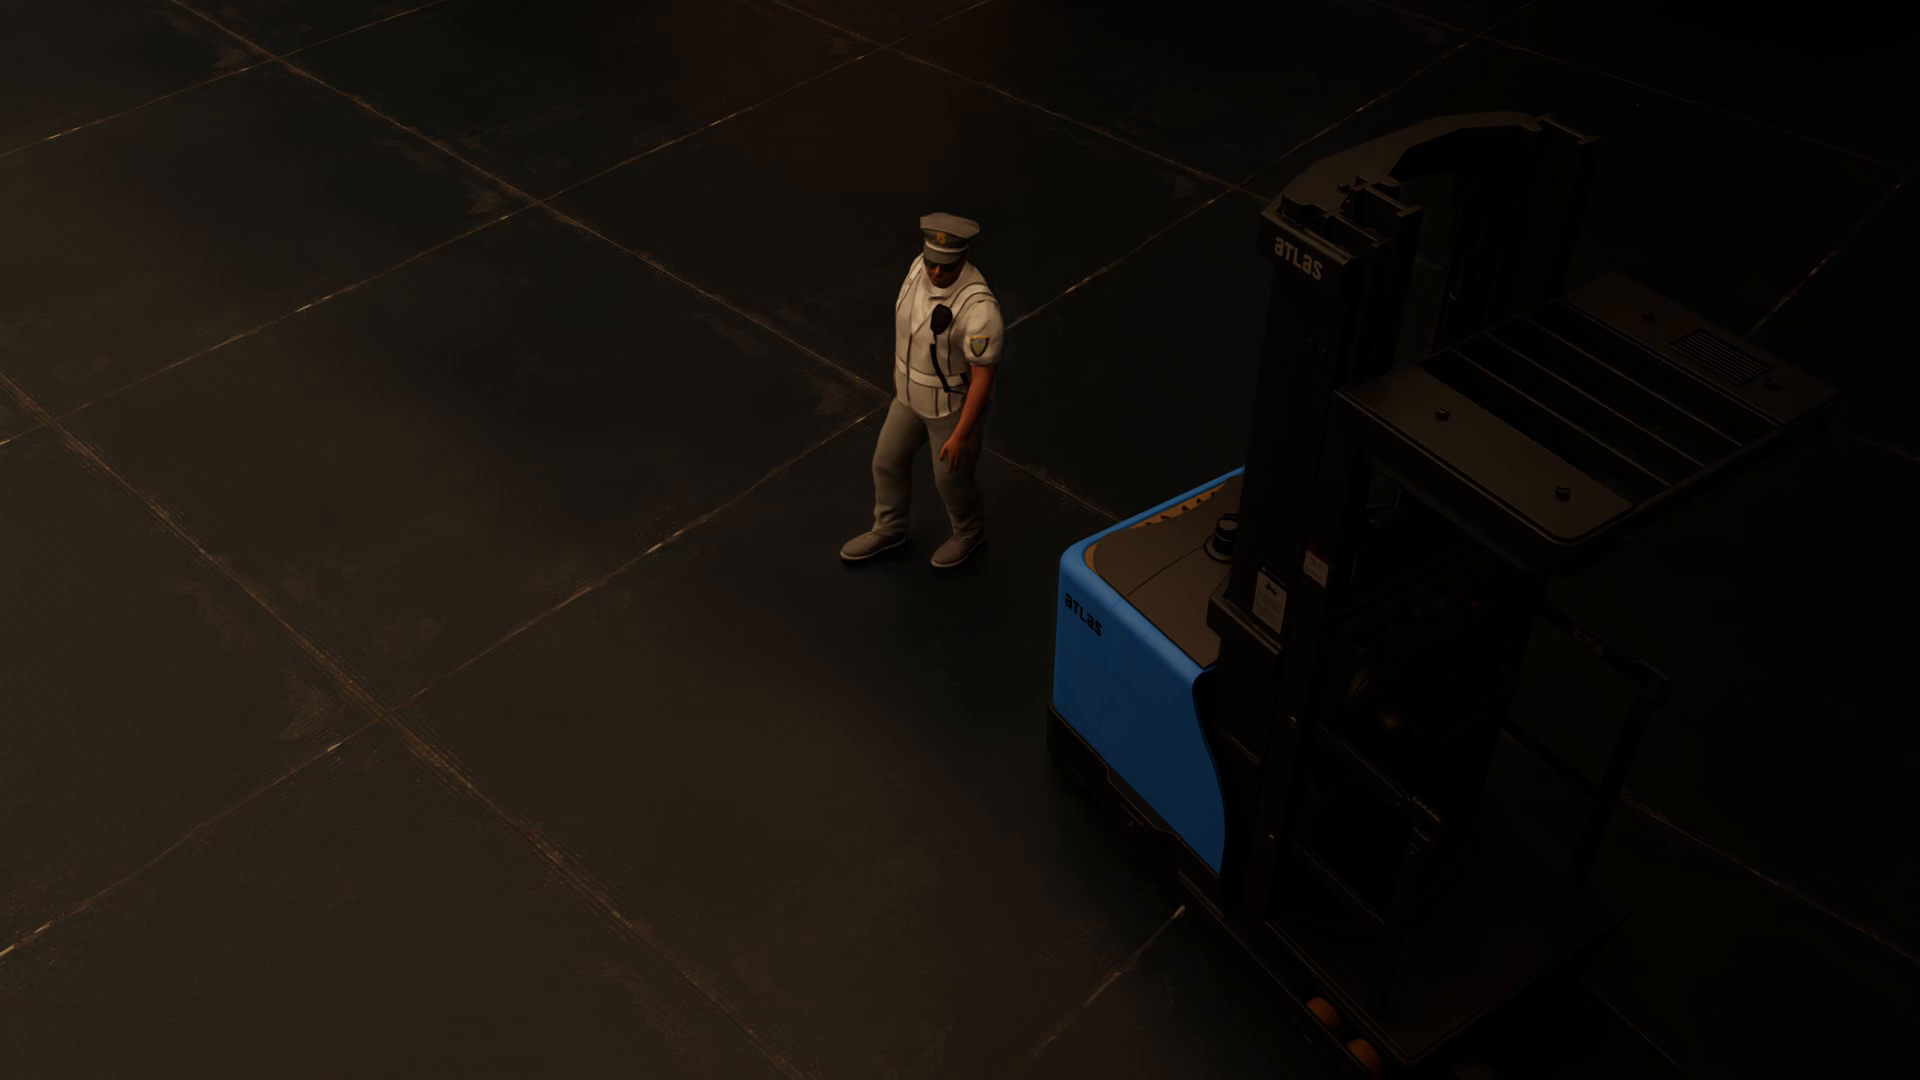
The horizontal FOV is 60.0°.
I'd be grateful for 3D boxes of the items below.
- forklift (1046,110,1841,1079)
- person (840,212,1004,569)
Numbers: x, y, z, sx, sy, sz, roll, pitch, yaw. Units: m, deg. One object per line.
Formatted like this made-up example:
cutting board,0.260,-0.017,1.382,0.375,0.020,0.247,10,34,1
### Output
forklift,1.587,0.357,5.012,1.130,2.935,3.031,-24,46,-25
person,-0.157,-0.571,7.013,0.621,1.736,0.682,-30,49,-30
